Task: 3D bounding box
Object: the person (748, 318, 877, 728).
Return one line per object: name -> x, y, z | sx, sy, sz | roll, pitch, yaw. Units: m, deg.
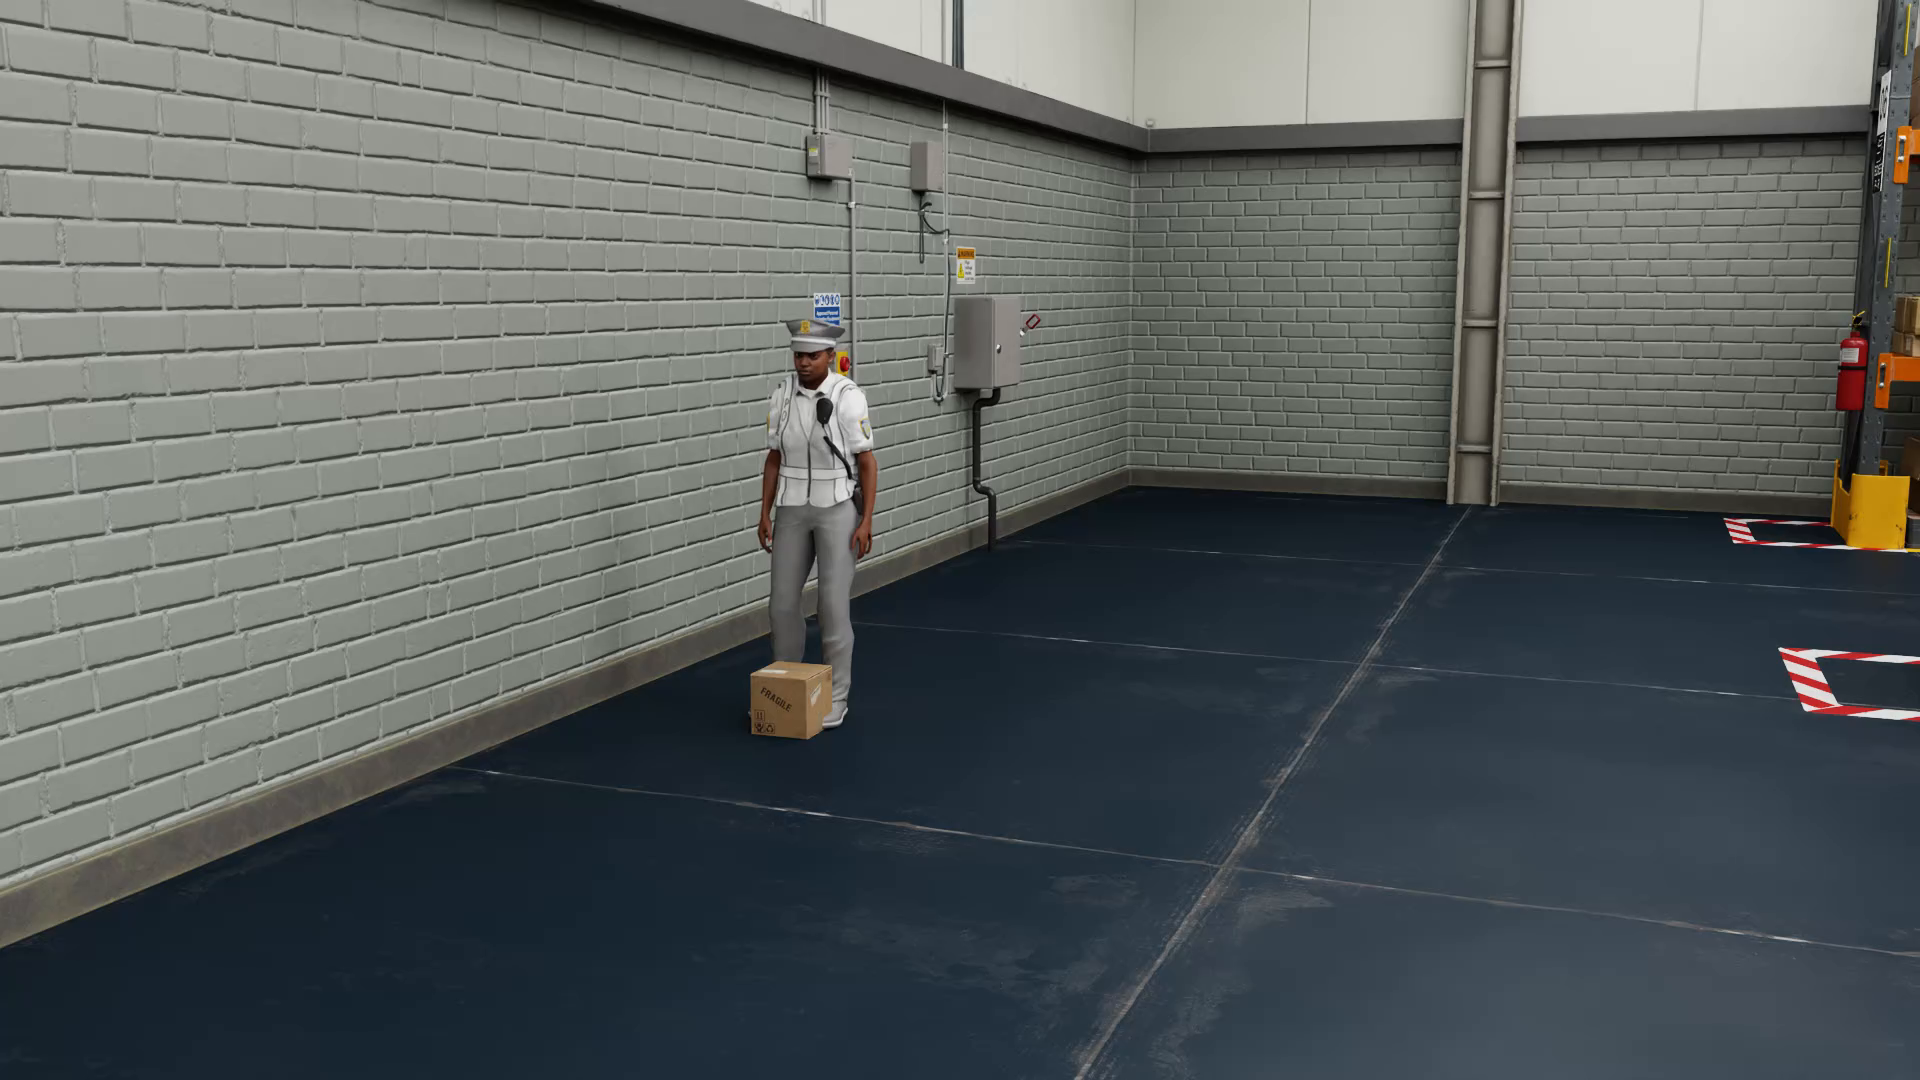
person -> -0.607, -0.080, 6.857 | 0.532, 1.664, 0.421 | 3, 9, 18
